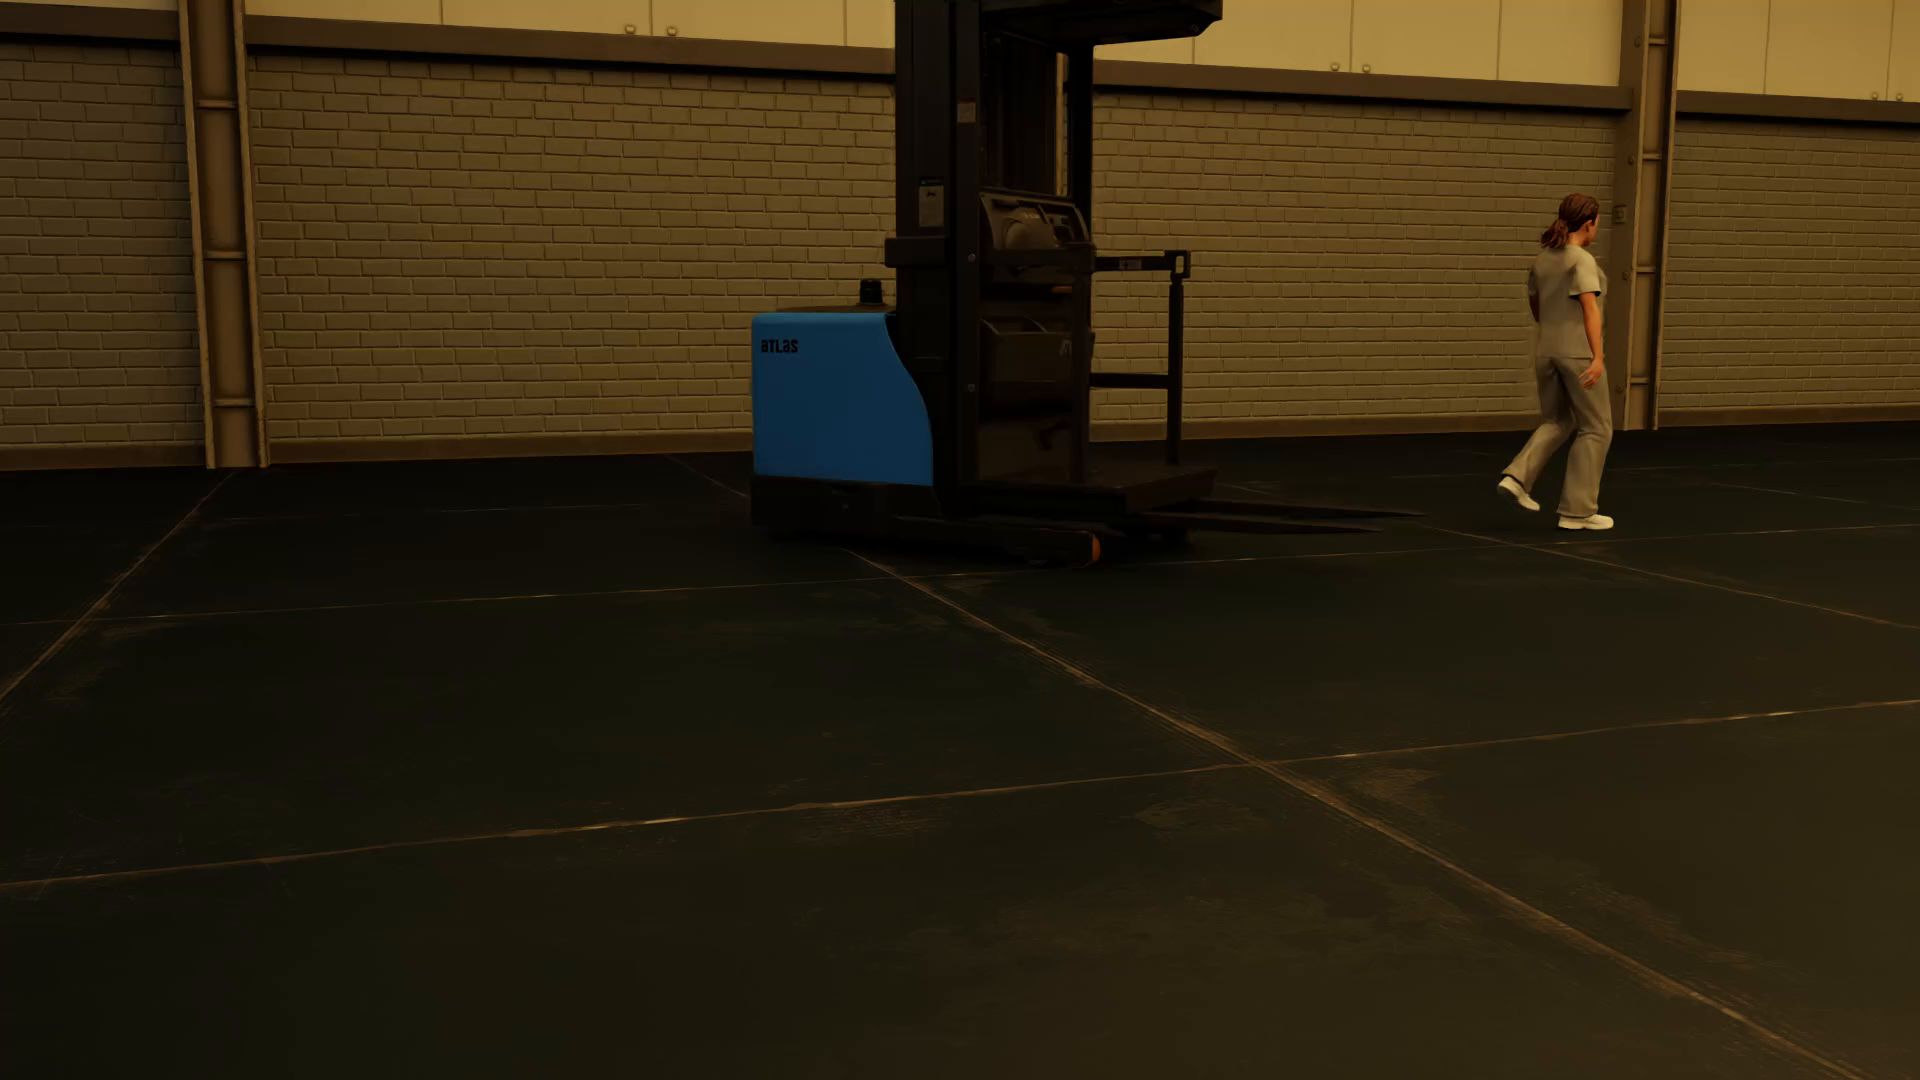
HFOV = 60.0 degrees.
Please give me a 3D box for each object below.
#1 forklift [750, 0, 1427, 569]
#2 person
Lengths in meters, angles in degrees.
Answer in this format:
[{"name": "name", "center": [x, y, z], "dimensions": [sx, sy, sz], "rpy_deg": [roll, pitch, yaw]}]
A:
[{"name": "forklift", "center": [0.526, -1.410, 7.418], "dimensions": [3.031, 2.935, 1.130], "rpy_deg": [5, 9, 31]}, {"name": "person", "center": [3.001, -0.878, 8.247], "dimensions": [0.568, 1.659, 0.684], "rpy_deg": [-3, 8, -23]}]
